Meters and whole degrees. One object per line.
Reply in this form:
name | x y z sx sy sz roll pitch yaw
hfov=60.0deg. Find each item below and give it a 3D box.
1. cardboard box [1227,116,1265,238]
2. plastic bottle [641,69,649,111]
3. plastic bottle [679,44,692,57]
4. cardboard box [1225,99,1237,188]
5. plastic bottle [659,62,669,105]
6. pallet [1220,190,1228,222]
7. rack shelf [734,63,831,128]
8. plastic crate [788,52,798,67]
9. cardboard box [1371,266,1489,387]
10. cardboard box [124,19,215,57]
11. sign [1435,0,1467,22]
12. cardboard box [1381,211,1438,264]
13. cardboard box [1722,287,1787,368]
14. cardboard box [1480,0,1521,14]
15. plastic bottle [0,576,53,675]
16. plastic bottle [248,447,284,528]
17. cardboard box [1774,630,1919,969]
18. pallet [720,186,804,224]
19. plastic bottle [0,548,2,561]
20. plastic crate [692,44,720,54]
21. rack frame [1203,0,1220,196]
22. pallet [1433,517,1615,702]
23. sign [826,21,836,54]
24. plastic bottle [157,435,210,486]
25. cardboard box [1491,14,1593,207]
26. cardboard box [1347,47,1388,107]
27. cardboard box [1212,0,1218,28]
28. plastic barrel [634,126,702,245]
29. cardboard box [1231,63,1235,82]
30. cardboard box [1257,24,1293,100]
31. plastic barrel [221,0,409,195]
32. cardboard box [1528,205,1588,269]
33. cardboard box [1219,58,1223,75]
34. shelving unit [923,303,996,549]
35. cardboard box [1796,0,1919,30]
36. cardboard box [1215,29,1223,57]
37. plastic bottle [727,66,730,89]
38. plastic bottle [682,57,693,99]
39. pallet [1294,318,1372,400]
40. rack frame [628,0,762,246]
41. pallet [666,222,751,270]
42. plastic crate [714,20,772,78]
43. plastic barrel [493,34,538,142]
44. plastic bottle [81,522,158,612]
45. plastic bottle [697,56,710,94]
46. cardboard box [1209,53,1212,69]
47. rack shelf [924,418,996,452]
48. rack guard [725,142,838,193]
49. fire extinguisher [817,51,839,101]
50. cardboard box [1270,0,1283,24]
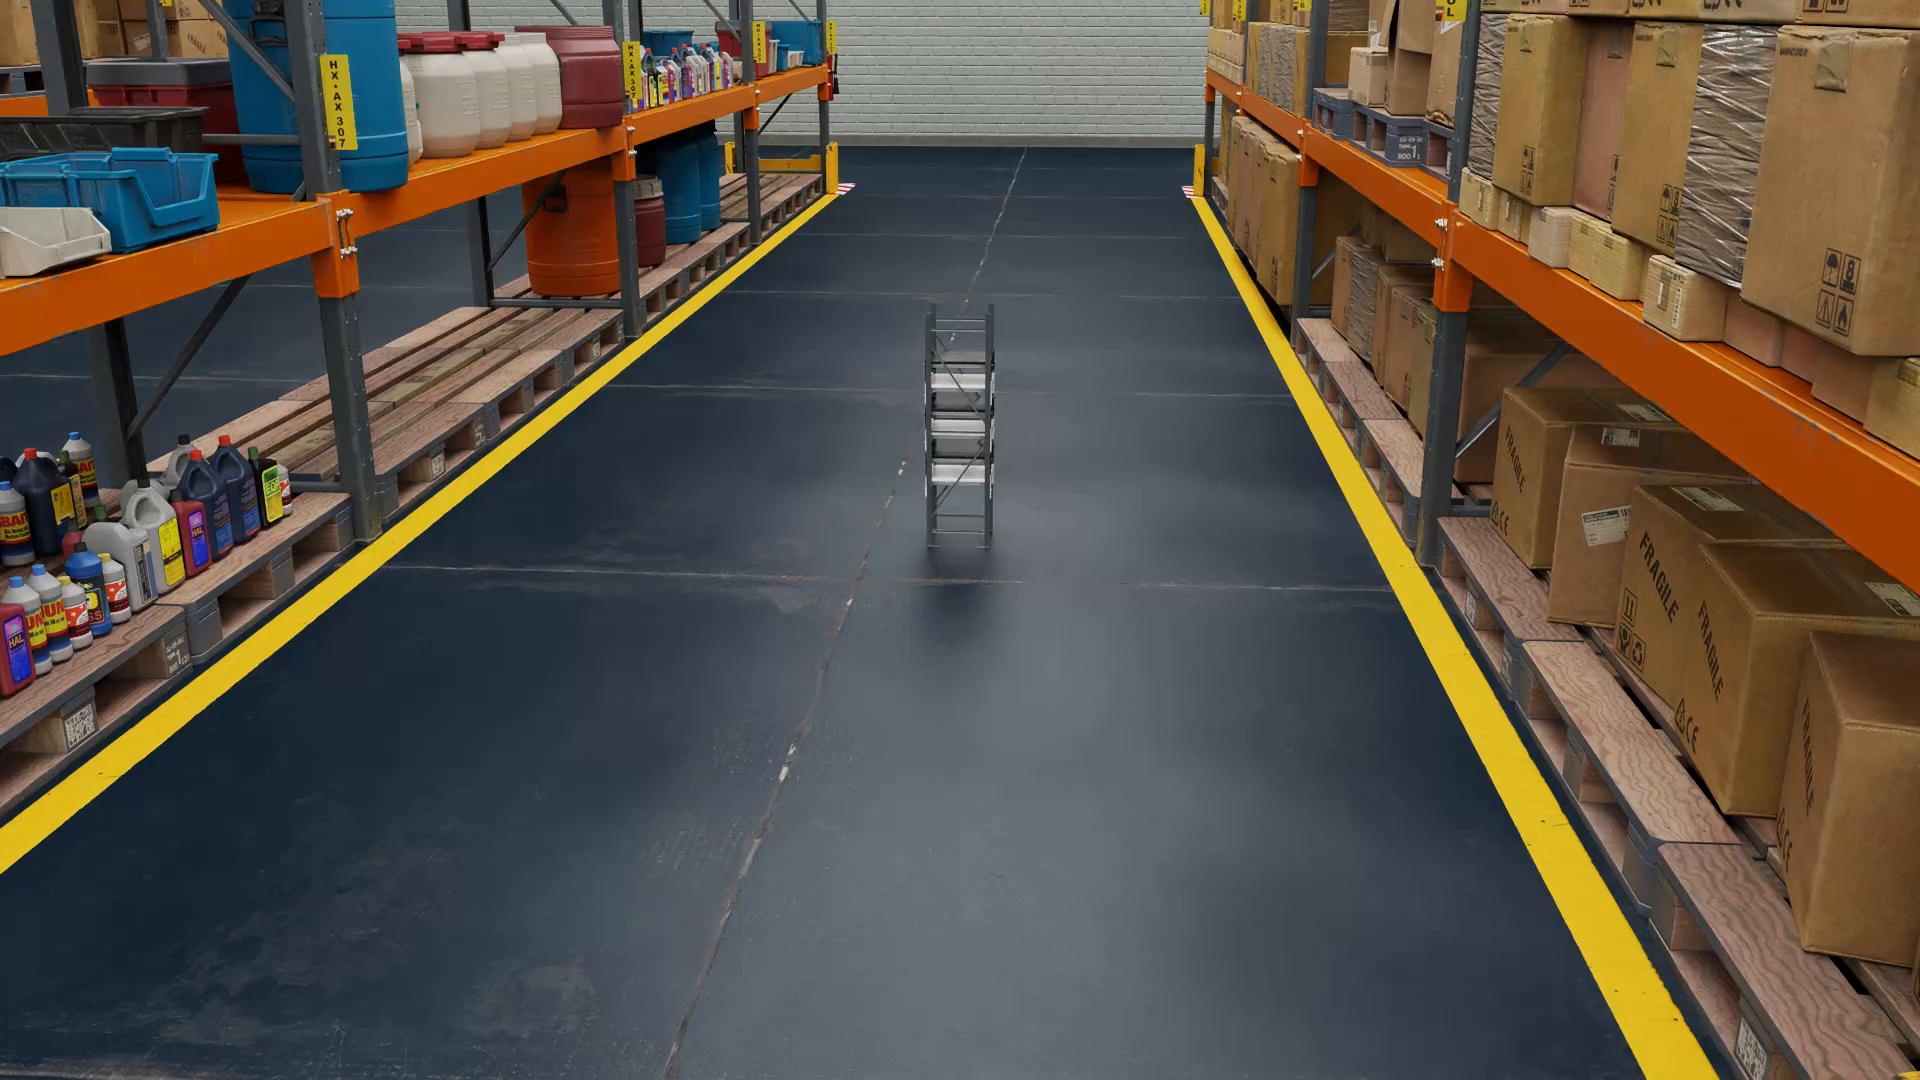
cardboard box | 2.737 -2.800 12.888 1.225 0.875 0.875 1 18 4
plastic bottle | -2.077 -2.889 10.622 0.152 0.276 0.135 1 18 4
plastic bottle | -2.073 -3.549 12.516 0.144 0.351 0.185 1 18 4
cardboard box | 3.019 -3.758 15.812 0.875 0.875 0.875 1 18 4
plastic bottle | -2.008 -3.066 11.168 0.097 0.271 0.097 0 18 0
pallet | 2.981 -3.098 15.539 1.003 0.211 1.213 1 18 4
rack shelf | -2.033 -4.199 15.575 1.077 0.370 4.000 1 18 4
plastic crate | -1.803 -4.718 16.332 0.396 0.136 0.243 1 18 4
cardboard box | 2.388 -1.031 8.059 0.700 0.500 0.500 3 18 9
cardboard box | -6.809 -4.231 14.358 0.500 0.500 0.500 2 18 5
sign | 1.636 -1.886 5.502 0.100 0.325 0.005 1 18 4
cardboard box | 2.431 -1.570 8.502 0.500 0.250 0.500 3 18 10
cardboard box | 1.791 -0.444 3.365 0.380 0.149 0.250 1 18 4
cardboard box | 1.904 -1.854 5.021 0.500 0.500 0.500 1 18 4
plastic bottle | -2.572 0.232 4.572 0.097 0.271 0.097 0 18 0
plastic bottle | -2.456 -0.196 5.861 0.061 0.283 0.133 2 18 7
cardboard box | 1.973 0.526 3.340 0.500 0.500 0.500 6 19 18
pallet | -2.078 -3.204 15.861 1.003 0.211 1.213 1 18 4
plastic bottle | -3.236 -0.085 5.413 0.144 0.351 0.185 1 18 2
plastic crate | -2.352 -4.539 15.632 0.416 0.233 0.300 1 18 4
rack frame | 3.050 -5.051 17.022 1.000 3.000 0.127 1 18 4
pallet | 2.177 0.210 5.443 1.003 0.211 1.213 1 18 4
sign | -1.340 -5.232 17.311 0.100 0.325 0.005 1 18 4
plastic bottle | -2.653 -0.182 5.709 0.144 0.351 0.185 1 18 4
cardboard box | 2.025 -1.220 4.692 0.875 0.500 0.500 1 18 4
cardboard box | 2.127 -2.180 7.824 0.500 0.250 0.500 1 18 2
cardboard box | 2.711 -5.179 15.971 0.500 0.500 0.500 1 18 3
plastic barrel | -2.284 -2.733 12.643 0.600 0.901 0.708 1 18 4
cardboard box | 2.495 -3.951 14.068 0.380 0.149 0.250 1 18 3
cardboard box | 2.410 -3.408 11.845 0.500 0.500 0.500 1 18 3
plastic barrel | -2.421 -1.786 6.252 0.600 0.901 0.708 1 18 4
cardboard box | 1.786 -0.835 4.557 0.380 0.149 0.250 1 18 4
cardboard box | 2.587 -4.351 15.289 0.380 0.149 0.250 1 18 3
shelving unit | 0.001 -0.430 6.291 0.258 0.900 0.210 1 18 4
cardboard box | 1.726 -1.078 2.651 0.500 0.500 0.500 1 18 4
cardboard box | 2.676 -4.661 15.593 0.500 0.250 0.500 1 18 2
plastic bottle | -1.864 -3.659 13.091 0.097 0.201 0.097 0 18 0
plastic bottle | -1.942 -3.278 11.796 0.061 0.283 0.133 1 18 4
pallet | 2.419 -0.999 9.132 1.003 0.211 1.213 1 18 4
rack frame | -2.177 -3.920 13.568 1.000 3.000 0.127 1 18 4
pallet | -2.274 -2.356 13.273 1.003 0.211 1.213 1 18 4
plastic crate | -1.863 -4.250 14.377 0.402 0.464 0.583 1 18 4
plastic barrel | -2.355 -2.275 8.370 0.421 0.512 0.421 0 18 0
plastic bottle | -2.562 0.067 5.069 0.152 0.276 0.135 2 18 5
plastic bottle | -1.945 -3.461 12.367 0.152 0.276 0.135 1 18 4
cardboard box | 2.679 -4.749 16.503 0.380 0.149 0.250 1 18 3
rack shelf | 0.001 -0.398 6.301 0.258 0.077 0.200 1 18 4
rack guard | -1.901 -3.982 17.772 1.175 0.500 0.348 1 18 4
fire extinguisher | -1.426 -4.985 17.541 0.296 0.674 0.183 1 18 4
cardboard box | 2.726 -4.135 12.452 0.797 0.503 0.637 1 18 2
